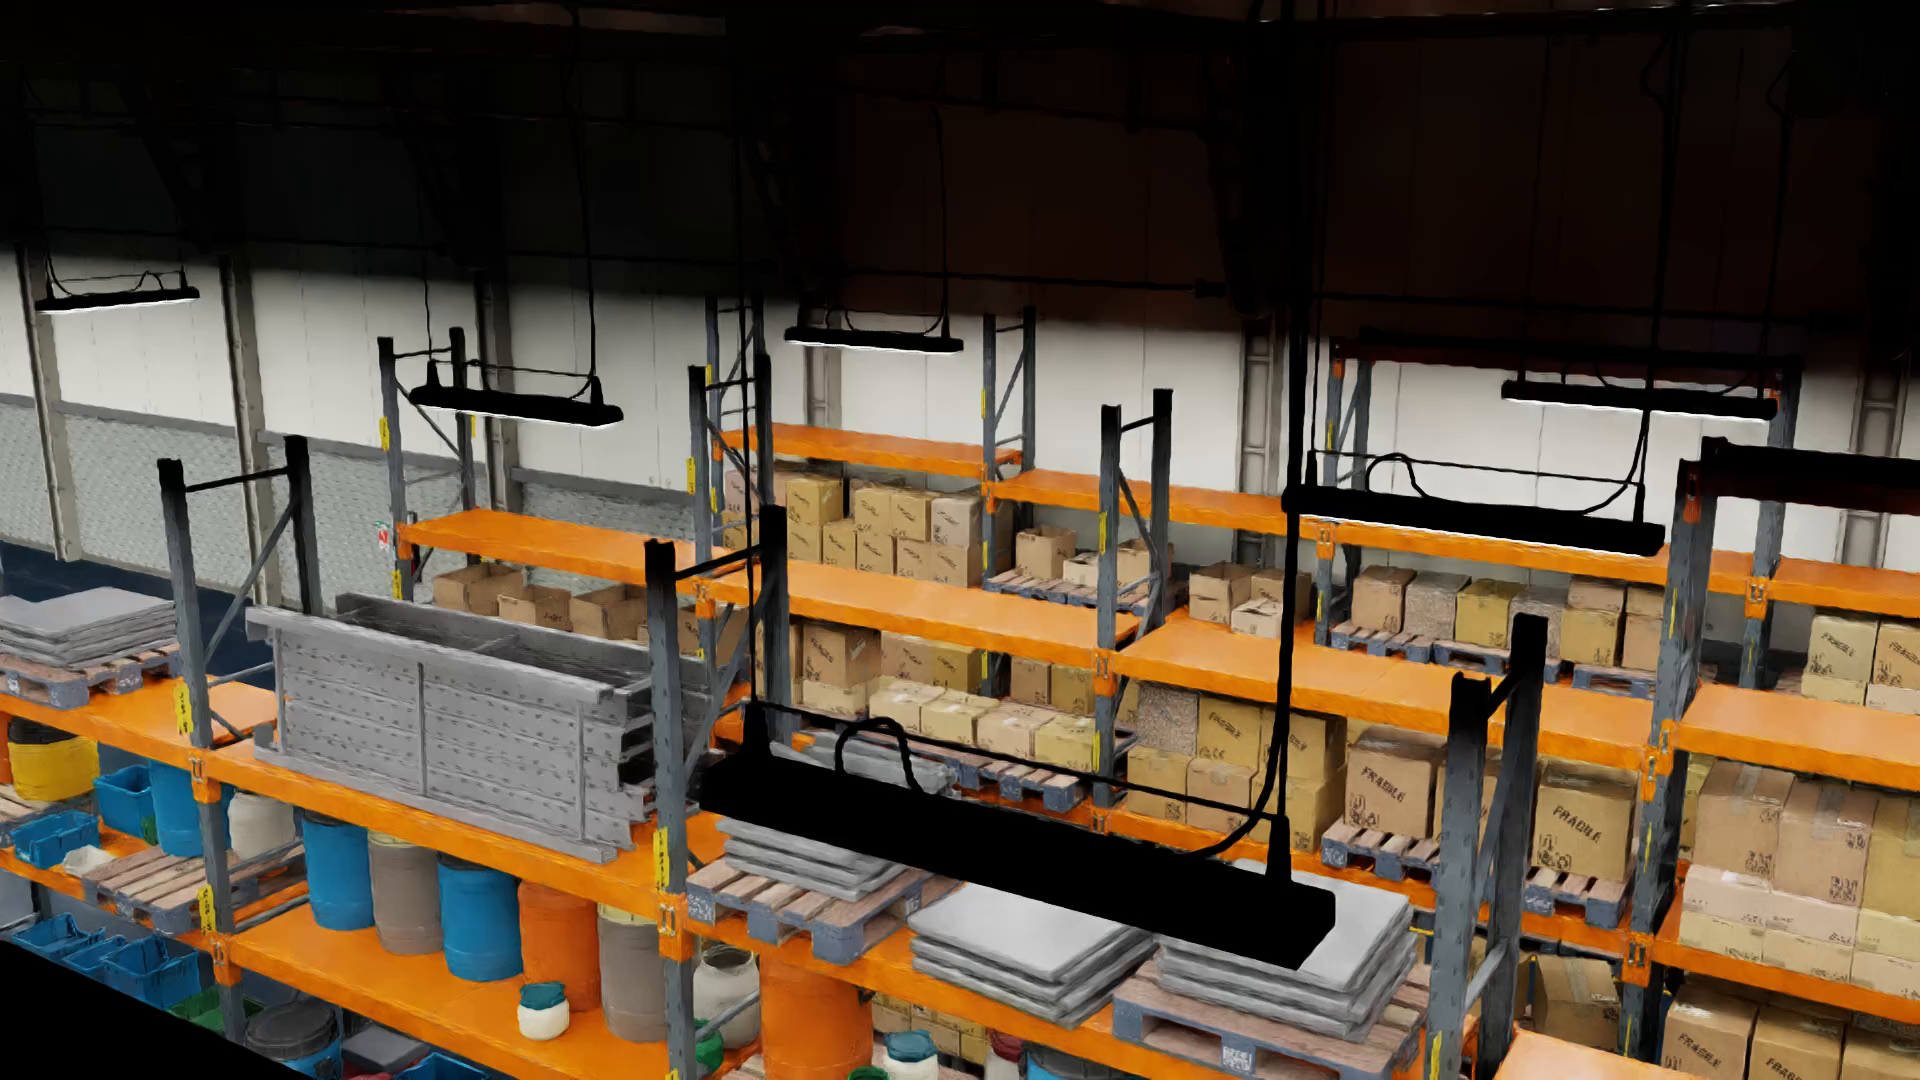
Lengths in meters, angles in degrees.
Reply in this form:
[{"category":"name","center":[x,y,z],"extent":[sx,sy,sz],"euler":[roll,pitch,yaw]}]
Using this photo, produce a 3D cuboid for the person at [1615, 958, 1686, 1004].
[{"category":"person","center":[6.191,3.627,14.941],"extent":[1.184,1.696,0.601],"euler":[8,16,29]}]
